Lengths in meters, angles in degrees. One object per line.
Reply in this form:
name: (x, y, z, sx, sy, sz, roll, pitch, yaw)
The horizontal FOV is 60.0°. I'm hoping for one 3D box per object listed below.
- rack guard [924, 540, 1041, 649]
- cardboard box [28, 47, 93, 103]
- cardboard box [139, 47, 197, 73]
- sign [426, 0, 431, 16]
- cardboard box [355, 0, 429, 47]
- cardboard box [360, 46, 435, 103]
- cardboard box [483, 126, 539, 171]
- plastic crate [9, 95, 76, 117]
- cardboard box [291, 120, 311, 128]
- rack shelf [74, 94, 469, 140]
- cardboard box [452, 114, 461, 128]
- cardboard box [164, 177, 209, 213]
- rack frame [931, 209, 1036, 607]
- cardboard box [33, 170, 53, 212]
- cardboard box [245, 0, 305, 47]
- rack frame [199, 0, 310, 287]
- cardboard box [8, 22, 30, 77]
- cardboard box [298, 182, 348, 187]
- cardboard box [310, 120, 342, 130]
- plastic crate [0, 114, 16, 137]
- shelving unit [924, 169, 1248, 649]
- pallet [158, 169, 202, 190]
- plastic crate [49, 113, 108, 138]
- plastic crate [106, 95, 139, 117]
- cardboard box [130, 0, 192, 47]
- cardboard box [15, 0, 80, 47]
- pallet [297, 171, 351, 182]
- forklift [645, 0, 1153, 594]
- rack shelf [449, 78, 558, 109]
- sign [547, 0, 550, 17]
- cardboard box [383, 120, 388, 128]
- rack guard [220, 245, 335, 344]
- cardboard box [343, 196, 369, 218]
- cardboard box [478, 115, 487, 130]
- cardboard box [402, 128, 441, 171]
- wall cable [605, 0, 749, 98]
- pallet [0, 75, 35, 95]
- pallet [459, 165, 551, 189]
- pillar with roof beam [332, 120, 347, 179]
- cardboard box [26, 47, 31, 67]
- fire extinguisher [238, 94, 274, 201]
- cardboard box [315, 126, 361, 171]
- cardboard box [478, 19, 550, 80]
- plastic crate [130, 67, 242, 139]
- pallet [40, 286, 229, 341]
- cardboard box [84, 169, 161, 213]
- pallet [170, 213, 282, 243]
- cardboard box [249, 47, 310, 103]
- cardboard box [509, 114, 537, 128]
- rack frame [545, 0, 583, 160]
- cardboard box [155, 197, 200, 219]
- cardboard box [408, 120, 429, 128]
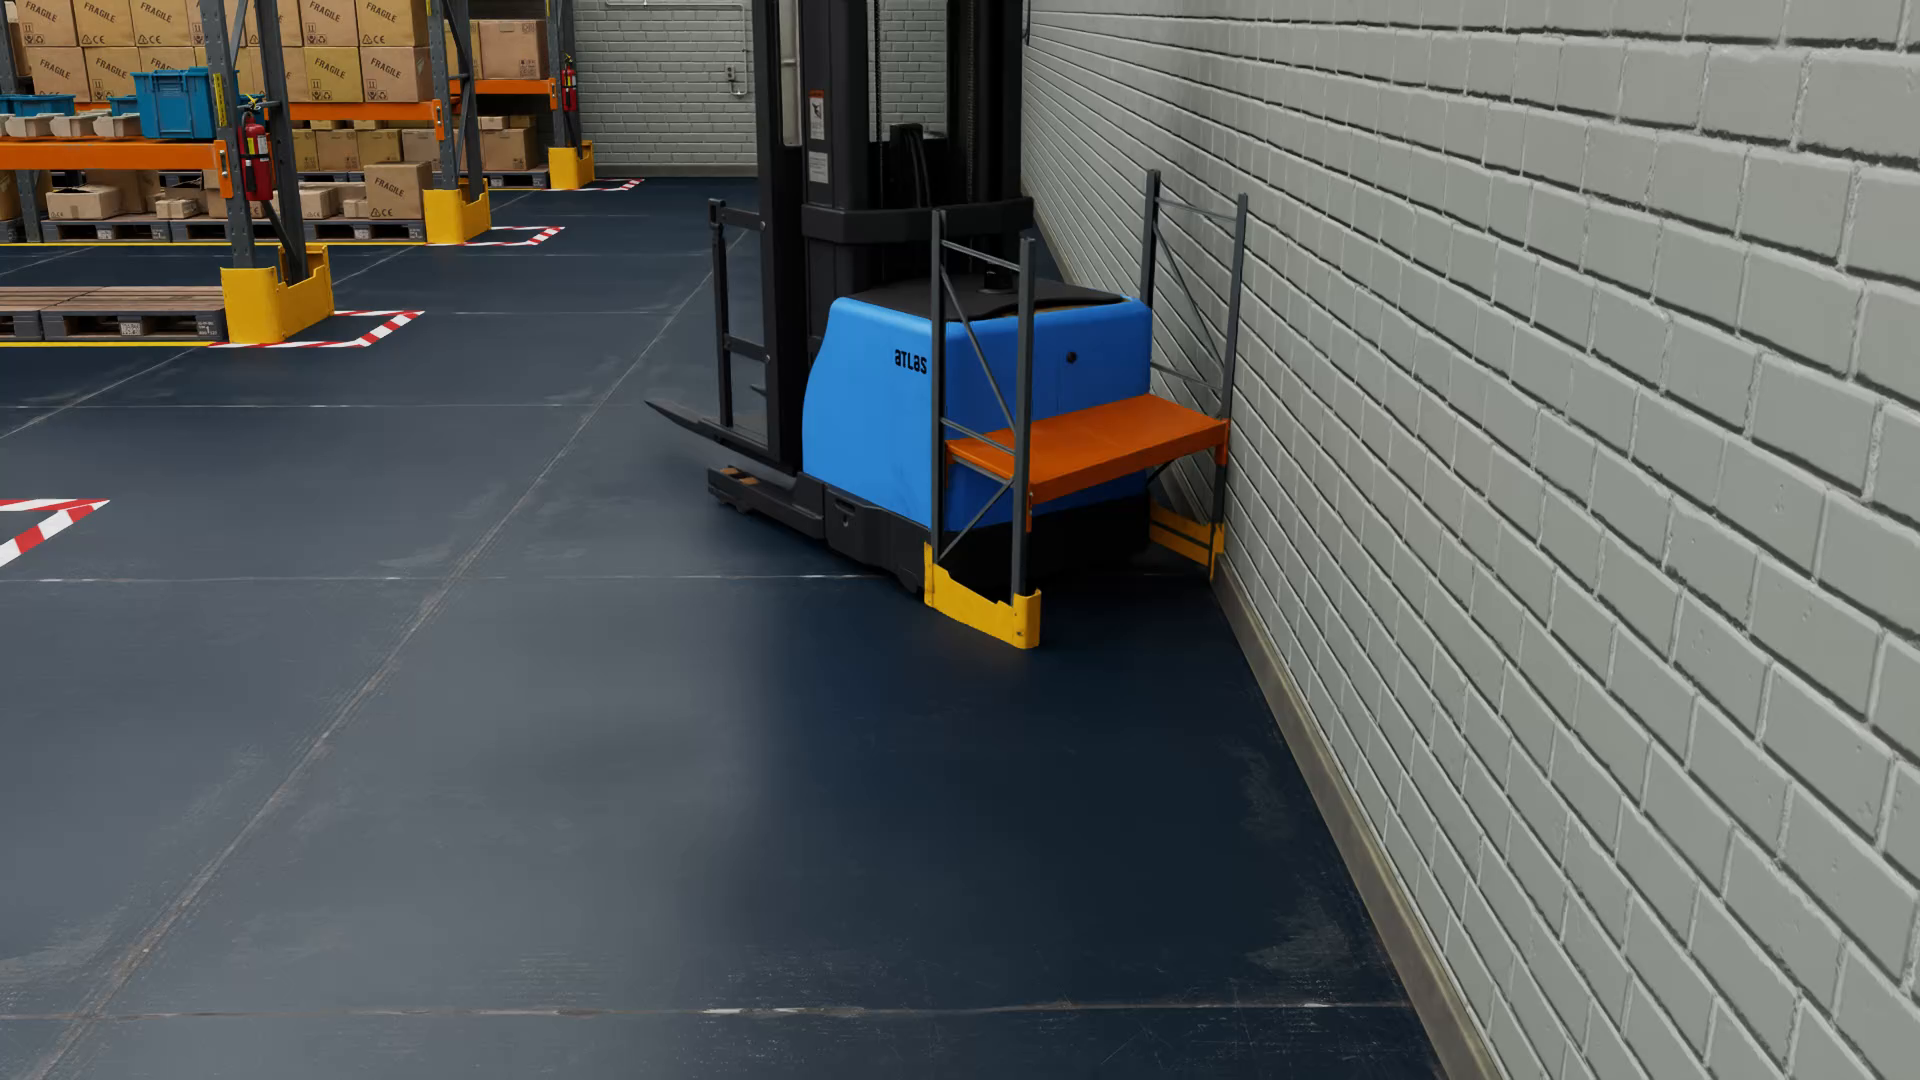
rack guard: (0.075, 0.206, 6.037, 0.087, 0.250, 0.587, -19, 31, -35)
cardboard box: (-8.338, -4.379, 15.623, 0.500, 0.500, 0.500, 0, 18, 1)
cardboard box: (-7.325, -4.384, 15.639, 0.500, 0.500, 0.500, 0, 18, -1)
sign: (-4.863, -4.963, 15.196, 0.005, 0.325, 0.100, 0, 18, -1)
cardboard box: (-5.293, -4.869, 15.514, 0.500, 0.500, 0.500, 0, 18, -1)
cardboard box: (-5.296, -4.393, 15.669, 0.500, 0.500, 0.500, 0, 18, 1)
cardboard box: (-5.632, -4.920, 20.879, 0.500, 0.500, 0.700, 0, 18, -1)
plastic crate: (-6.346, -2.960, 11.541, 0.300, 0.233, 0.416, 0, 18, -1)
cardboard box: (-8.332, -5.276, 20.926, 0.250, 0.149, 0.380, 0, 18, -1)
rack shelf: (-6.852, -4.079, 16.030, 4.000, 0.370, 1.077, 0, 18, -1)
cardboard box: (-6.267, -5.287, 20.960, 0.250, 0.149, 0.380, 0, 18, 0)
cardboard box: (-7.536, -3.434, 16.524, 0.500, 0.311, 0.500, 0, 18, -1)
rack frame: (0.066, -0.354, 5.759, 0.032, 1.500, 0.500, -19, 31, -35)
cardboard box: (-9.339, -3.503, 16.430, 0.500, 0.500, 0.500, -1, 18, -3)
cardboard box: (-6.316, -4.862, 15.493, 0.500, 0.500, 0.500, 0, 18, 1)
rack frame: (-4.778, -2.918, 11.234, 0.127, 3.000, 1.000, 0, 18, -1)
cardboard box: (-9.329, -4.725, 16.017, 0.500, 0.500, 0.700, -6, 19, -19)
cardboard box: (-6.400, -3.411, 16.550, 0.500, 0.250, 0.500, 0, 18, -1)
cardboard box: (-7.839, -5.162, 20.570, 0.250, 0.149, 0.380, 0, 18, 1)
plastic crate: (-6.454, -2.749, 11.041, 0.250, 0.136, 0.298, 0, 18, -1)
shelving unit: (0.468, -0.489, 6.055, 1.083, 1.500, 0.587, -19, 31, -35)
pallet: (-9.704, -4.570, 20.949, 1.213, 0.211, 1.003, 0, 18, -1)
plastic crate: (-5.880, -2.765, 11.090, 0.243, 0.136, 0.396, 0, 18, -1)
plastic crate: (-5.688, -2.963, 11.550, 0.300, 0.233, 0.416, 0, 18, -1)
cardboard box: (-7.346, -4.857, 15.477, 0.500, 0.500, 0.500, -1, 18, -2)
cardboard box: (-8.376, -4.852, 15.461, 0.500, 0.500, 0.500, 0, 18, 1)
pallet: (-8.172, -4.577, 20.969, 1.213, 0.211, 1.003, 0, 18, -1)
forklift: (-0.489, -1.583, 7.185, 1.130, 2.935, 3.031, -12, 21, -33)
rack shelf: (-6.934, -5.592, 20.746, 4.000, 0.370, 1.077, 0, 18, -1)
sign: (-4.939, -6.442, 19.937, 0.005, 0.325, 0.100, 0, 18, -1)
cardboard box: (-7.289, -5.281, 20.943, 0.250, 0.149, 0.380, 0, 18, 0)
rack guard: (-4.754, -1.732, 11.629, 0.348, 0.500, 1.175, 0, 18, -1)
cardboard box: (-5.798, -3.239, 16.153, 0.250, 0.166, 0.380, 0, 18, -1)
cardboard box: (-6.013, -5.171, 20.599, 0.250, 0.149, 0.380, 0, 18, 1)
cardboard box: (-6.636, -4.915, 20.863, 0.500, 0.500, 0.700, -1, 18, -3)
wall cable: (-3.669, -6.723, 21.431, 1.851, 1.984, 0.084, 0, 18, -1)
pallet: (-9.652, -4.350, 16.011, 1.213, 0.211, 1.003, 0, 18, -1)
pallet: (-5.732, -4.589, 21.006, 1.213, 0.211, 1.003, 0, 18, -1)
pillar with roof beam: (-8.179, -7.734, 16.425, 0.400, 9.000, 9.100, 0, 18, -1)
cardboard box: (-11.423, -6.030, 20.252, 0.500, 0.500, 0.500, 0, 18, -1)
fire extinguisher: (-4.620, -2.566, 10.873, 0.183, 0.674, 0.296, 0, 18, -1)
cardboard box: (-7.682, -4.908, 20.842, 0.500, 0.500, 0.700, 0, 18, -1)
cardboard box: (-5.444, -6.081, 20.604, 0.700, 0.700, 0.980, 1, 18, 2)
plastic crate: (-5.109, -2.905, 11.037, 0.499, 0.435, 0.616, 0, 18, -1)
pallet: (-5.603, -1.598, 11.685, 1.213, 0.211, 1.003, 0, 18, -1)
cardboard box: (-8.286, -3.521, 16.483, 0.500, 0.500, 0.500, 0, 18, -1)
pallet: (-6.942, -3.094, 16.347, 1.213, 0.211, 1.003, 0, 18, -1)
cardboard box: (-6.313, -4.389, 15.656, 0.500, 0.500, 0.500, 0, 18, 0)
cardboard box: (-5.510, -5.290, 20.972, 0.250, 0.149, 0.380, 0, 18, 0)
rack frame: (-4.934, -5.944, 20.667, 0.127, 3.000, 1.000, 0, 18, -1)
cardboard box: (-7.564, -3.215, 16.079, 0.250, 0.166, 0.380, 0, 18, -1)
cardboard box: (-6.778, -5.284, 20.951, 0.250, 0.149, 0.380, 0, 18, 0)
